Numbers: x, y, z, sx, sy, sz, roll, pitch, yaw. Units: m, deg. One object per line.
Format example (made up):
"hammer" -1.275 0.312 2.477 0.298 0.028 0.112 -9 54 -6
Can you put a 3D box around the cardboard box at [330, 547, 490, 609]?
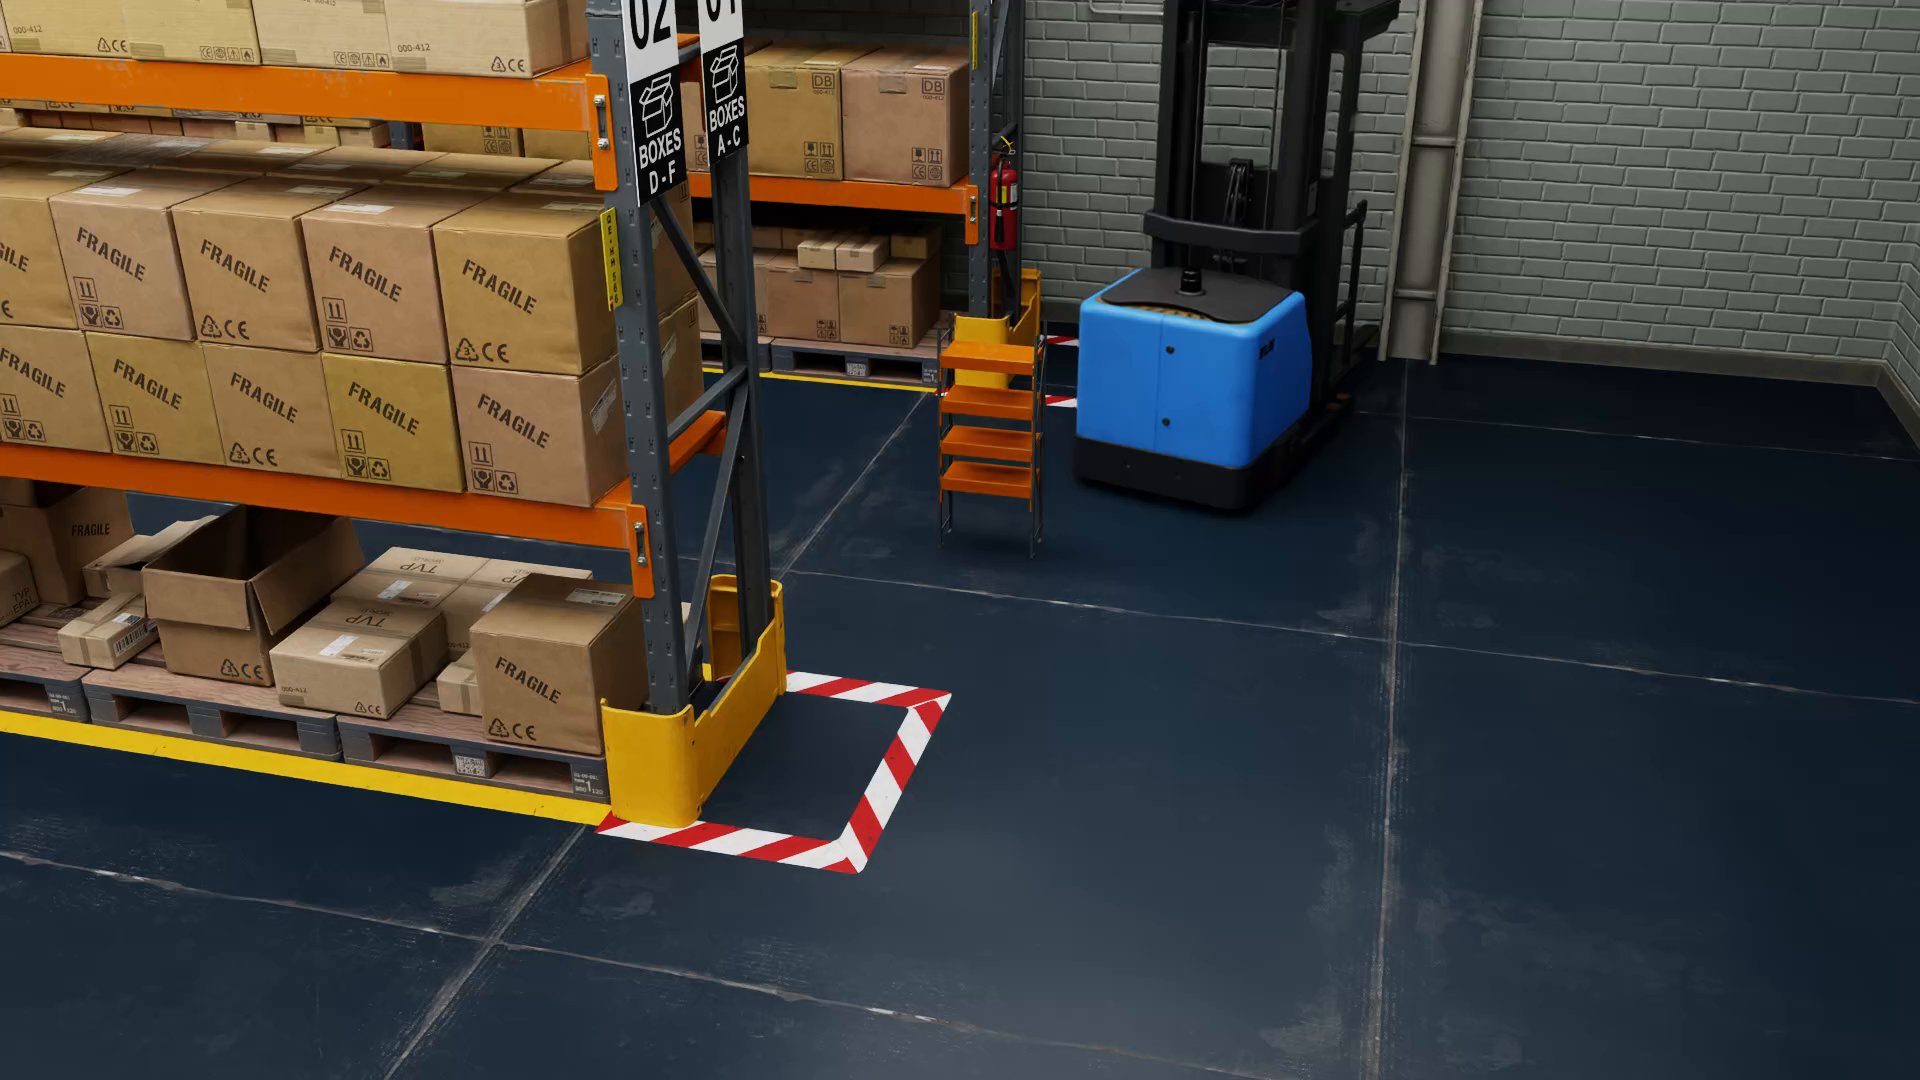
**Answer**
"cardboard box" -2.415 0.271 7.378 0.500 0.250 0.500 6 26 13

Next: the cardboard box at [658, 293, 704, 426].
"cardboard box" -1.355 -0.691 6.595 0.500 0.500 0.500 7 26 14

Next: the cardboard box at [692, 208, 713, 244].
"cardboard box" -1.766 -2.171 11.484 0.250 0.149 0.380 6 26 12

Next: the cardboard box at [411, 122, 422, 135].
"cardboard box" -3.910 -2.994 11.817 0.250 0.149 0.380 5 26 11

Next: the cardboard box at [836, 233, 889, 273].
"cardboard box" -0.633 -1.876 10.866 0.250 0.149 0.380 6 26 12

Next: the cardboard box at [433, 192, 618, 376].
"cardboard box" -1.490 -0.918 5.910 0.500 0.500 0.500 6 26 13

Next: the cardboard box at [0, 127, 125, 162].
"cardboard box" -3.814 -1.413 6.949 0.500 0.500 0.500 6 26 12

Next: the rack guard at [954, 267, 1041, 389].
"rack guard" 0.263 -1.420 11.151 0.348 0.500 1.175 6 26 13

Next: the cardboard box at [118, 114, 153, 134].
"cardboard box" -5.759 -3.012 11.856 0.250 0.149 0.380 6 26 13

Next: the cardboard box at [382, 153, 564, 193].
"cardboard box" -1.863 -1.195 6.491 0.500 0.500 0.500 7 26 14

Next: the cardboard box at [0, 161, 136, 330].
"cardboard box" -3.481 -1.135 6.366 0.500 0.500 0.500 6 26 11

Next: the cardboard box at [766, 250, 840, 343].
"cardboard box" -0.948 -1.699 11.249 0.500 0.500 0.700 6 26 13

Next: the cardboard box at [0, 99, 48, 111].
"cardboard box" -6.597 -3.378 11.869 0.500 0.500 0.500 7 26 15

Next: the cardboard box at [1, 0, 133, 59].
"cardboard box" -3.003 -1.887 5.909 0.500 0.250 0.500 6 26 13

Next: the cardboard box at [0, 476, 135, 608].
"cardboard box" -4.242 -0.044 7.749 0.500 0.500 0.500 6 26 13

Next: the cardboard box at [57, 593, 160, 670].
"cardboard box" -3.672 0.387 7.231 0.250 0.166 0.380 6 26 13

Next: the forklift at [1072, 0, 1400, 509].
"forklift" 1.799 -2.083 9.715 1.130 2.935 3.031 14 29 26

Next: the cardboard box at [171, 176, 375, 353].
"cardboard box" -2.483 -1.026 6.135 0.500 0.500 0.500 7 26 14

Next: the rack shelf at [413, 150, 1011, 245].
"rack shelf" -1.698 -2.440 11.223 4.000 0.370 1.077 6 26 13

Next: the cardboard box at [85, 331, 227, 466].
"cardboard box" -2.965 -0.632 6.472 0.500 0.500 0.500 6 26 12

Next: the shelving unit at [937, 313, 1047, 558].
"shelving unit" 0.160 -0.524 8.455 0.503 1.200 0.258 6 26 13

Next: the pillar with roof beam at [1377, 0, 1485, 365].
"pillar with roof beam" 1.998 -3.539 5.714 0.400 9.000 9.100 6 26 13

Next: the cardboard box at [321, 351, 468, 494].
"cardboard box" -1.996 -0.522 6.241 0.500 0.500 0.500 7 26 13

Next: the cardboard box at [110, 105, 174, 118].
"cardboard box" -5.610 -3.272 11.647 0.500 0.500 0.500 7 26 14

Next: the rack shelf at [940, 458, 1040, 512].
"rack shelf" 0.160 -0.284 8.569 0.480 0.148 0.258 6 26 13

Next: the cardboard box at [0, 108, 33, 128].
"cardboard box" -6.769 -3.077 11.993 0.250 0.149 0.380 7 26 15

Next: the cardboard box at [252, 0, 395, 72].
"cardboard box" -2.036 -1.778 5.681 0.500 0.250 0.500 6 26 13

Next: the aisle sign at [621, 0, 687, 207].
"aisle sign" -1.001 -1.527 5.445 0.004 0.787 0.394 6 26 13

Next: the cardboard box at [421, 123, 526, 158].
"cardboard box" -3.113 -3.050 11.318 0.700 0.700 0.980 7 26 14

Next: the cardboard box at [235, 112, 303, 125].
"cardboard box" -4.641 -3.163 11.418 0.500 0.500 0.500 7 26 13

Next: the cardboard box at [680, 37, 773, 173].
"cardboard box" -1.701 -2.896 10.994 0.700 0.700 0.980 5 26 10

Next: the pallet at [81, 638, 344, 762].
"pallet" -3.015 0.546 7.358 1.213 0.211 1.003 6 26 13

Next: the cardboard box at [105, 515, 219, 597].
"cardboard box" -3.516 0.122 7.621 0.500 0.311 0.500 6 26 13

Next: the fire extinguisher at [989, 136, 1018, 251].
"fire extinguisher" 0.270 -2.140 10.278 0.183 0.674 0.296 6 26 13

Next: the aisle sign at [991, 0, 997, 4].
"aisle sign" 0.234 -3.592 9.782 0.004 0.787 0.394 6 26 13

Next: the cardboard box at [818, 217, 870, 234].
"cardboard box" -0.783 -2.062 11.257 0.250 0.149 0.380 6 26 13

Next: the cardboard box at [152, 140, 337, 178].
"cardboard box" -2.839 -1.305 6.722 0.500 0.500 0.500 6 26 13

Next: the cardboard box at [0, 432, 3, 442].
"cardboard box" -3.942 -0.740 6.699 0.500 0.500 0.500 7 26 14

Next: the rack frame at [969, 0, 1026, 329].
"rack frame" 0.239 -2.551 10.619 0.127 3.000 1.000 6 26 13

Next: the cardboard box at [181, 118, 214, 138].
"cardboard box" -5.252 -2.948 11.721 0.250 0.149 0.380 6 26 12

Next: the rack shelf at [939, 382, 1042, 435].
"rack shelf" 0.160 -0.665 8.388 0.480 0.148 0.258 6 26 13

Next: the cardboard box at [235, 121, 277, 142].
"cardboard box" -4.793 -2.861 11.539 0.250 0.149 0.380 6 26 13

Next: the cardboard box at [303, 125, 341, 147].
"cardboard box" -4.283 -2.811 11.433 0.250 0.149 0.380 7 26 14

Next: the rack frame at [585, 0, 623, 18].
"rack frame" -0.991 -3.197 4.997 0.127 3.000 1.000 6 26 13

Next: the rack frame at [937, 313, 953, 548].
"rack frame" -0.076 -0.550 8.510 0.015 1.200 0.240 6 26 13

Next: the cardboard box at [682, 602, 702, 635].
"cardboard box" -1.311 0.412 7.199 0.250 0.149 0.380 6 26 13

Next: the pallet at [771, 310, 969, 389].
"pallet" -0.555 -1.345 11.330 1.213 0.211 1.003 6 26 13

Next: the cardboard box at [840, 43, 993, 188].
"cardboard box" -0.257 -2.737 10.661 0.700 0.700 0.980 8 26 15

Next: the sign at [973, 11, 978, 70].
"sign" 0.091 -2.957 9.848 0.005 0.325 0.100 6 26 13

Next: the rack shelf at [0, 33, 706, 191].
"rack shelf" -2.928 -1.732 6.246 4.000 0.370 1.077 6 26 13

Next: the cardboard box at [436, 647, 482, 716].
"cardboard box" -1.949 0.556 6.878 0.250 0.166 0.380 6 26 13

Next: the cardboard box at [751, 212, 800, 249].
"cardboard box" -1.272 -2.116 11.370 0.250 0.149 0.380 7 26 14

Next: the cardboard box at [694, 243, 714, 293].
"cardboard box" -1.954 -1.807 11.475 0.500 0.500 0.700 7 26 14

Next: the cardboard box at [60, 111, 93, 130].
"cardboard box" -6.241 -3.078 11.994 0.250 0.149 0.380 7 26 14
